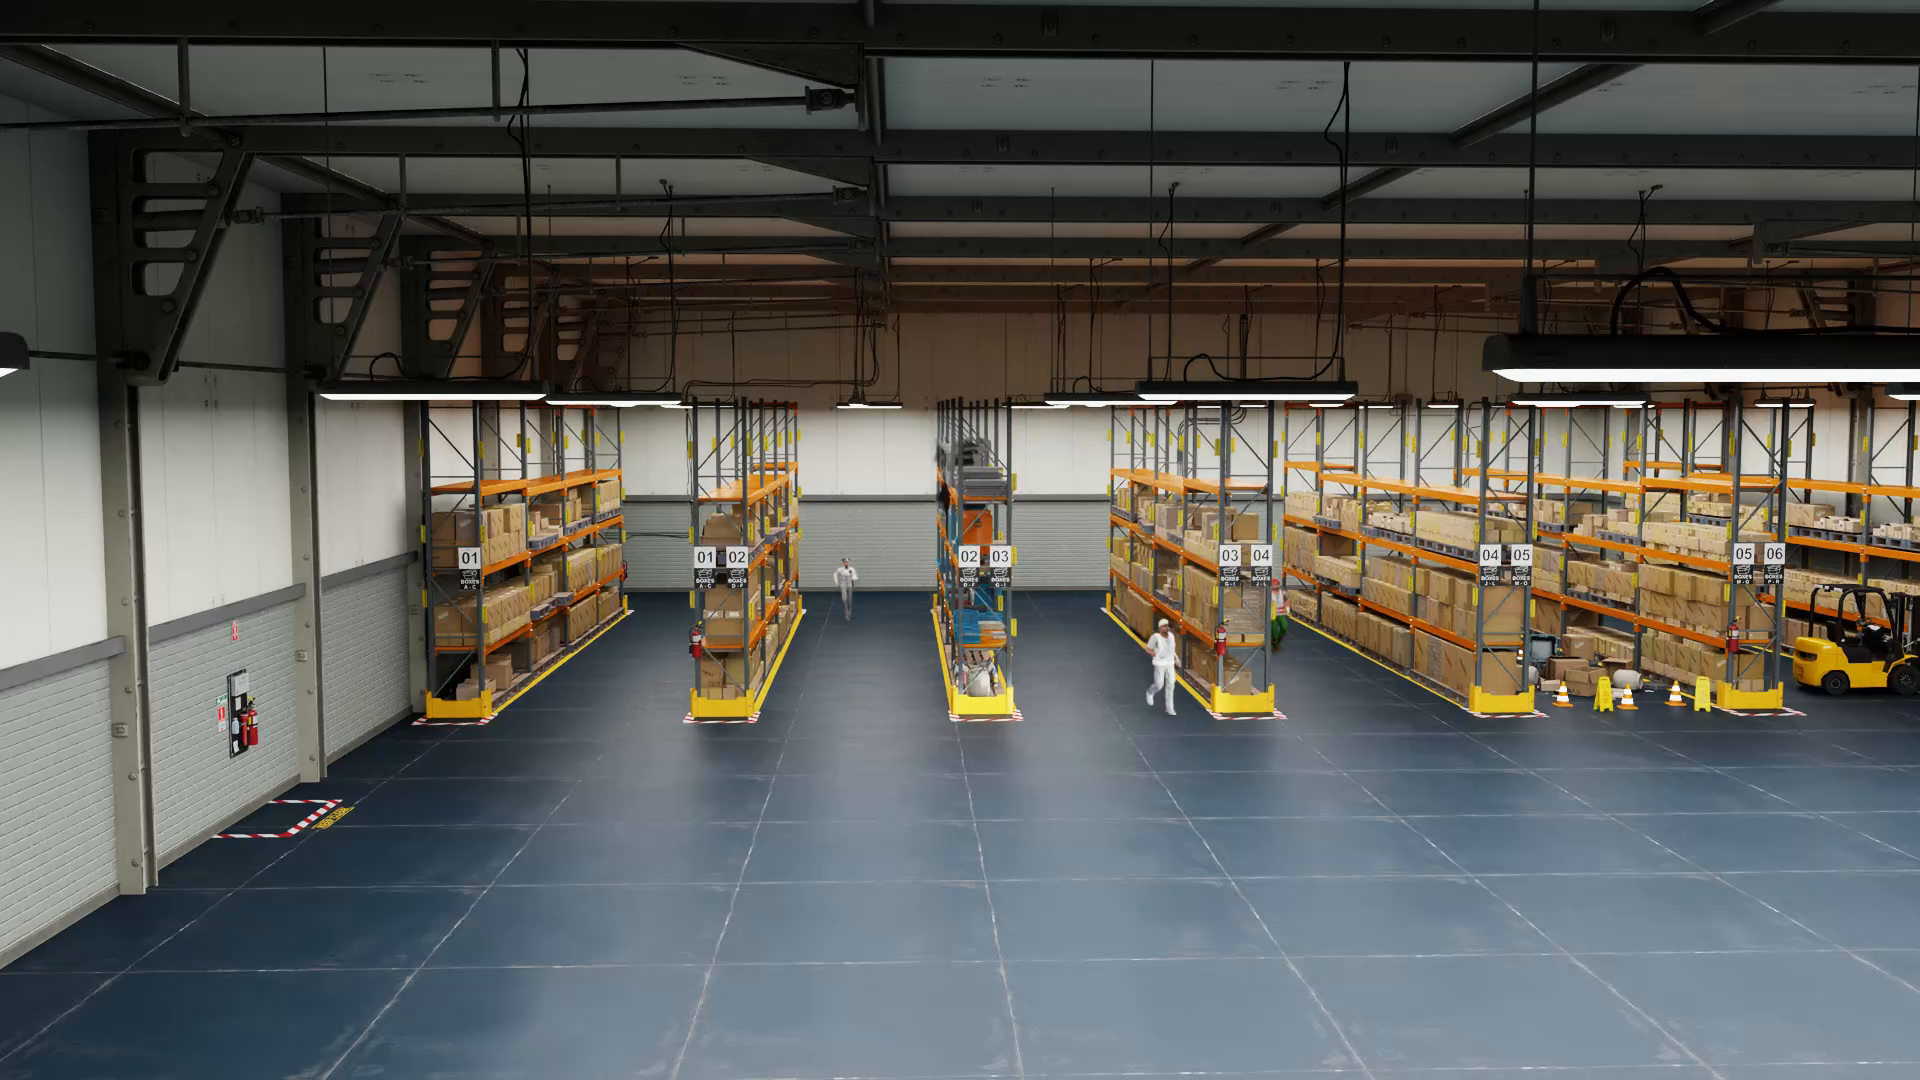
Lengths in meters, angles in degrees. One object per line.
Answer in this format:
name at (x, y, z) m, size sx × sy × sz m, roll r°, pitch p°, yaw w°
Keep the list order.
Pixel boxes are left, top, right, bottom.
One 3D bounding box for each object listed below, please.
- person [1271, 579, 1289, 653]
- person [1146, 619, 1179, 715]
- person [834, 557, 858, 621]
person at (7.534, 1.794, 39.488) m, size 0.673 × 1.751 × 0.656 m, roll 0°, pitch 4°, yaw -3°
person at (3.874, 2.388, 31.627) m, size 0.727 × 1.775 × 0.967 m, roll -2°, pitch 5°, yaw -25°
person at (-3.152, 1.333, 45.962) m, size 0.629 × 1.740 × 0.874 m, roll -1°, pitch 5°, yaw -12°
